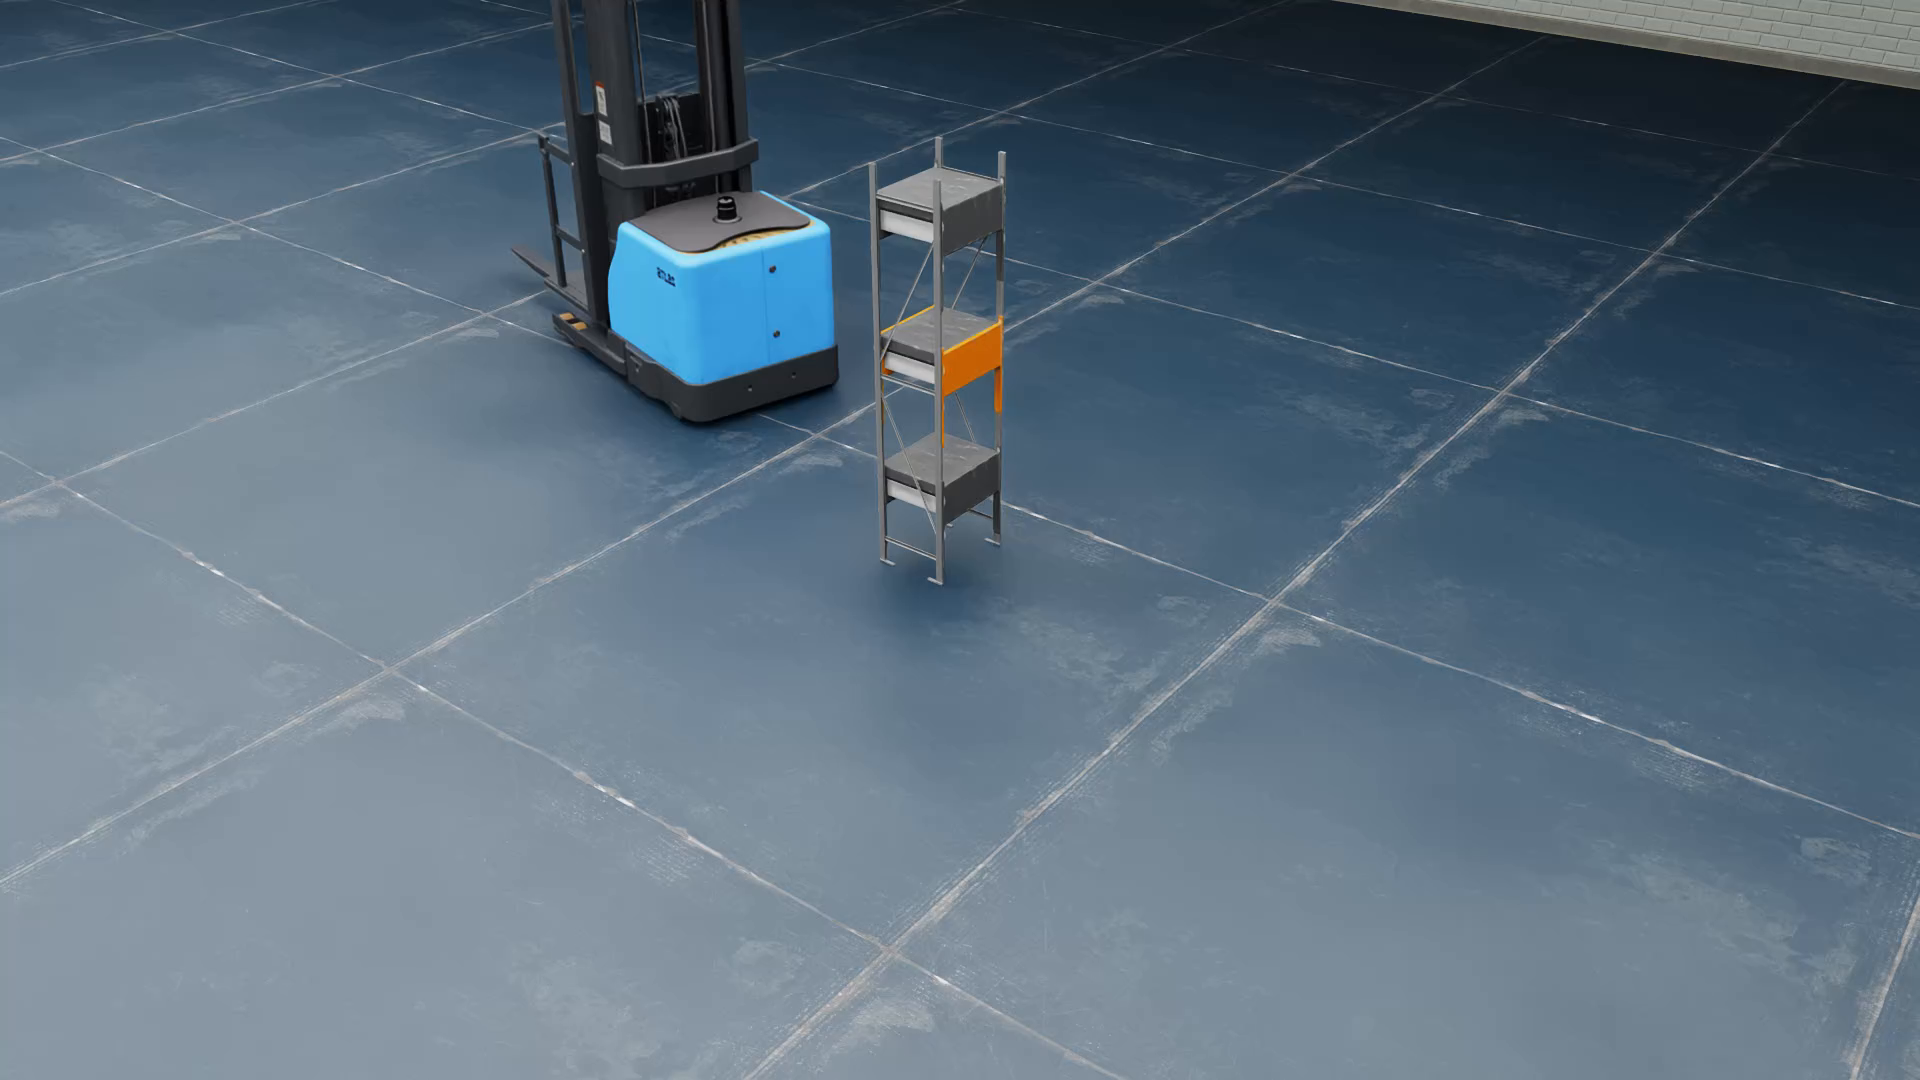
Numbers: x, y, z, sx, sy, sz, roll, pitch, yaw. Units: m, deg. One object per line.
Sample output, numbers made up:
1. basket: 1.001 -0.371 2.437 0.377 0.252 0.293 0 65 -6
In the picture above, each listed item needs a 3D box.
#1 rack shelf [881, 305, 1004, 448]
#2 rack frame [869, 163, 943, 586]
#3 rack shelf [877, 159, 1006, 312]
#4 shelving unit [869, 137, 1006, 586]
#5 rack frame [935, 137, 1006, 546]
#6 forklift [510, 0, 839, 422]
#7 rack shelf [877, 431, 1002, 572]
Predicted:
1. rack shelf: -0.100 -0.824 8.108 0.431 0.518 0.480 21 37 31
2. rack frame: -0.247 -0.737 7.934 0.400 2.100 0.015 21 37 31
3. rack shelf: -0.100 -1.426 7.751 0.431 0.518 0.480 21 37 31
4. shelving unit: -0.100 -0.836 8.101 0.431 2.100 0.503 21 37 31
5. rack frame: 0.047 -0.935 8.269 0.400 2.100 0.015 21 37 31
6. forklift: -2.033 -2.648 10.344 1.130 2.935 3.031 -21 36 -31
7. rack shelf: -0.100 -0.222 8.465 0.431 0.518 0.480 21 37 31
